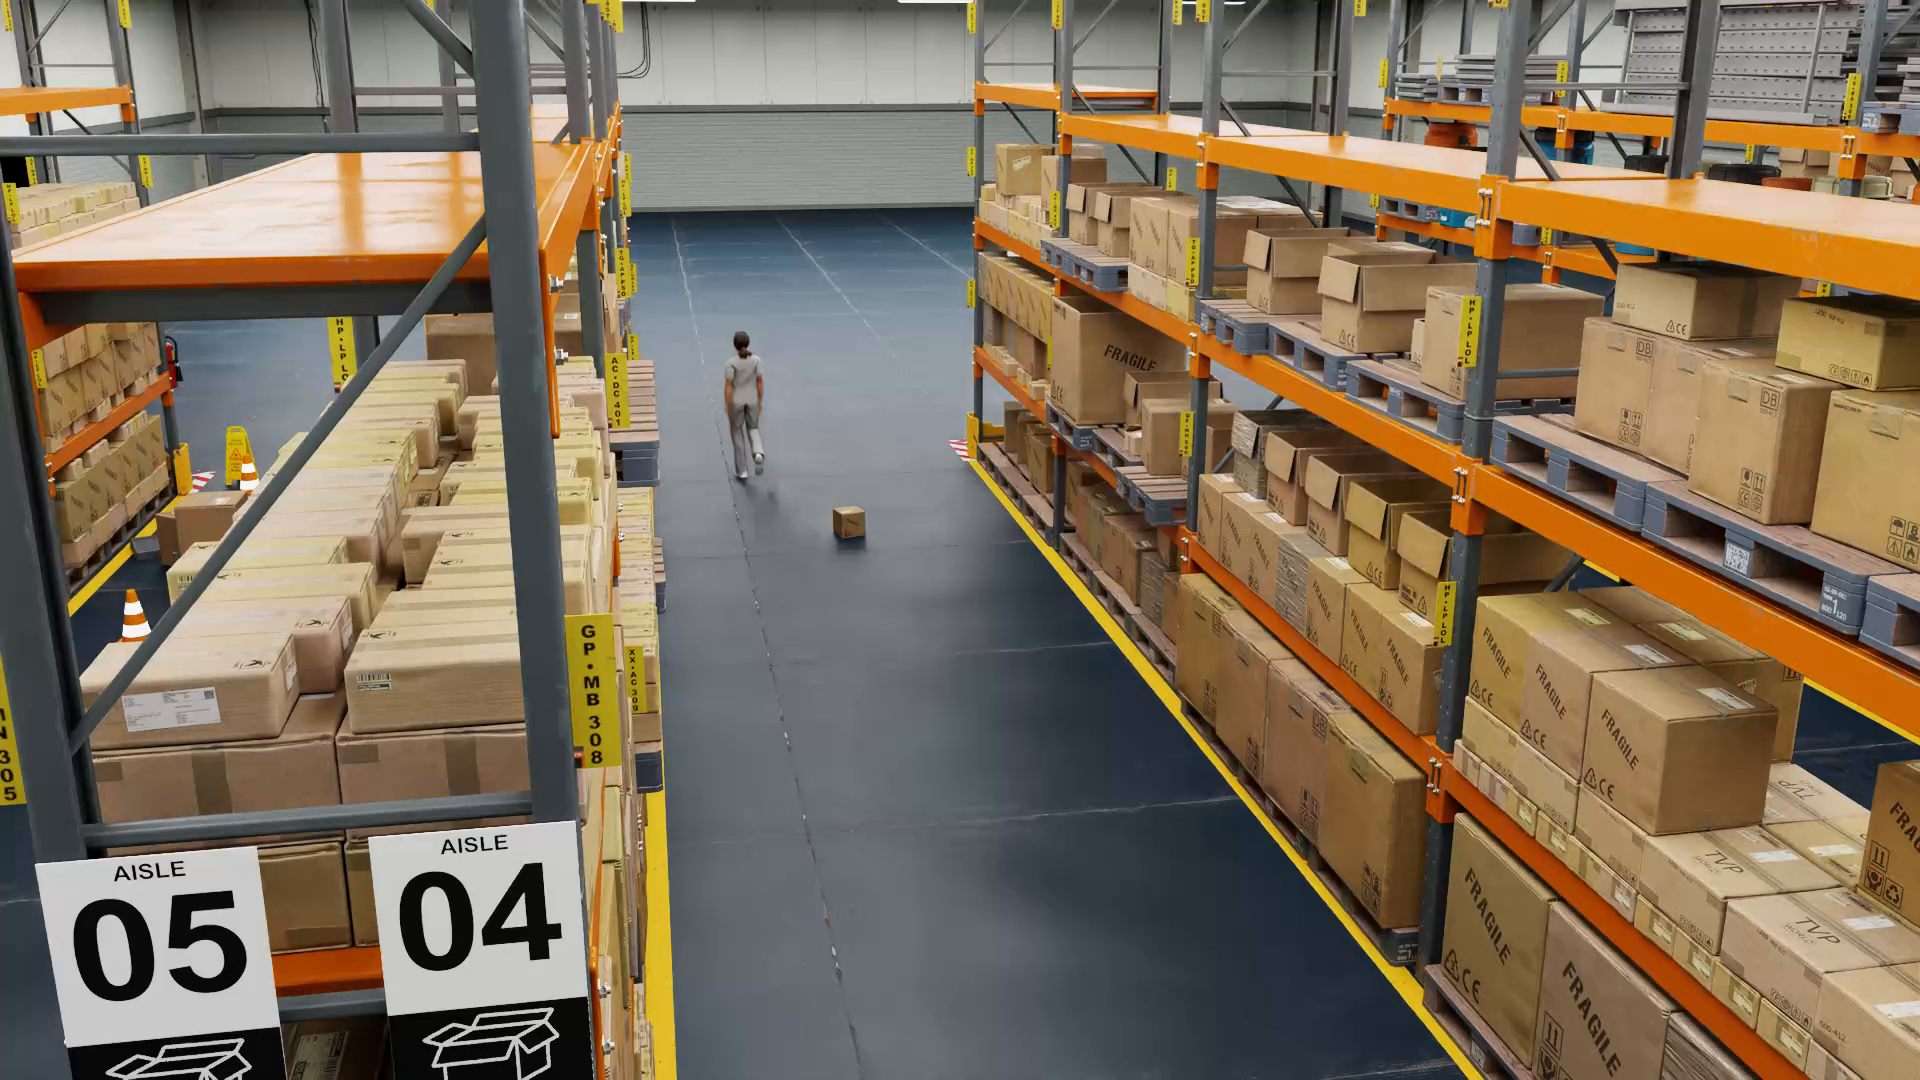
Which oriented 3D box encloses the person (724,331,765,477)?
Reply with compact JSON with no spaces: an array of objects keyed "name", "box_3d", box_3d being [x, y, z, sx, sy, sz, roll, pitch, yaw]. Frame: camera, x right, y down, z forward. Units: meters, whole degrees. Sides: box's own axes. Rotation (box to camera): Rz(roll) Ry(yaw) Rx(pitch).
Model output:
[{"name":"person","box_3d":[-2.403,-1.506,18.568,0.448,1.654,0.532,-8,18,-24]}]
